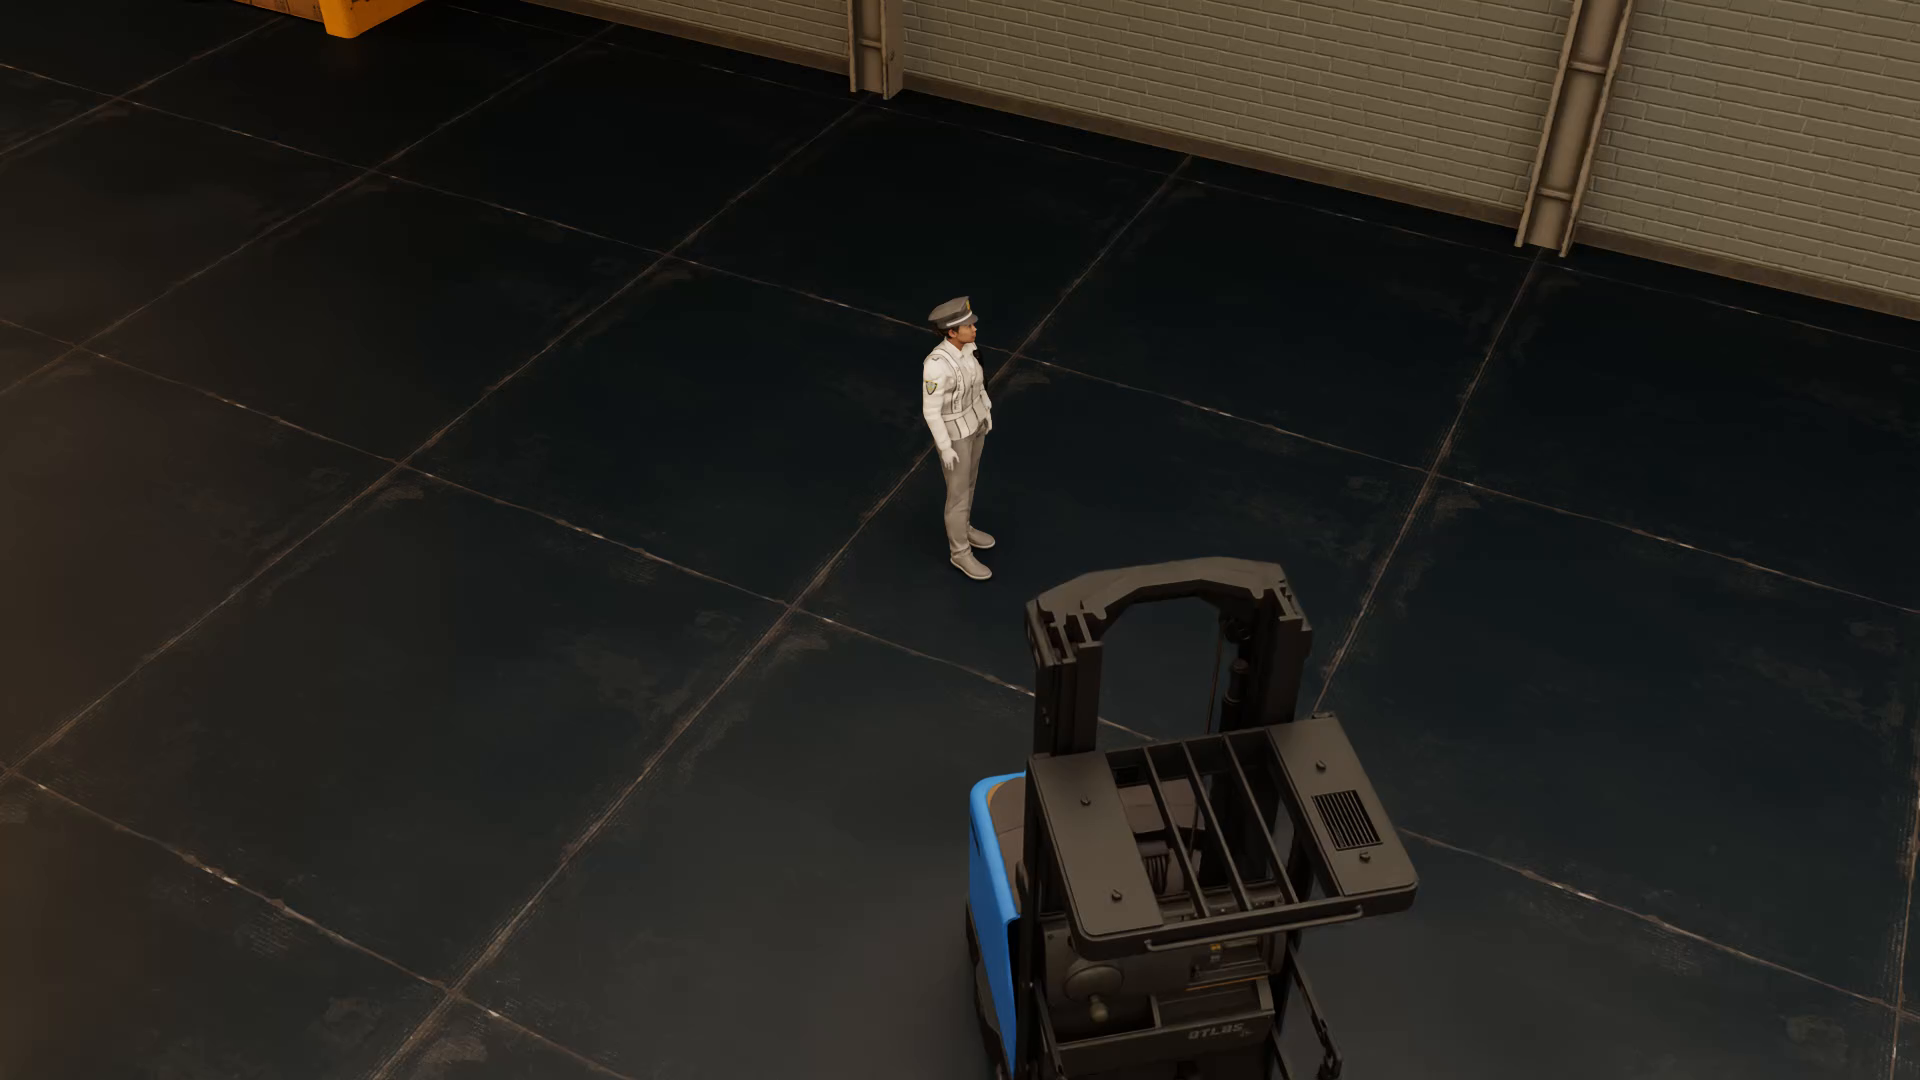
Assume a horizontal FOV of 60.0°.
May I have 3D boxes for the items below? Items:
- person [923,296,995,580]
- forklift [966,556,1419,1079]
[{"bbox_3d":[0.058,-0.629,9.682,0.530,1.694,0.586,18,43,21],"label":"person"},{"bbox_3d":[0.812,1.630,6.051,1.130,2.935,3.031,-7,41,-8],"label":"forklift"}]
